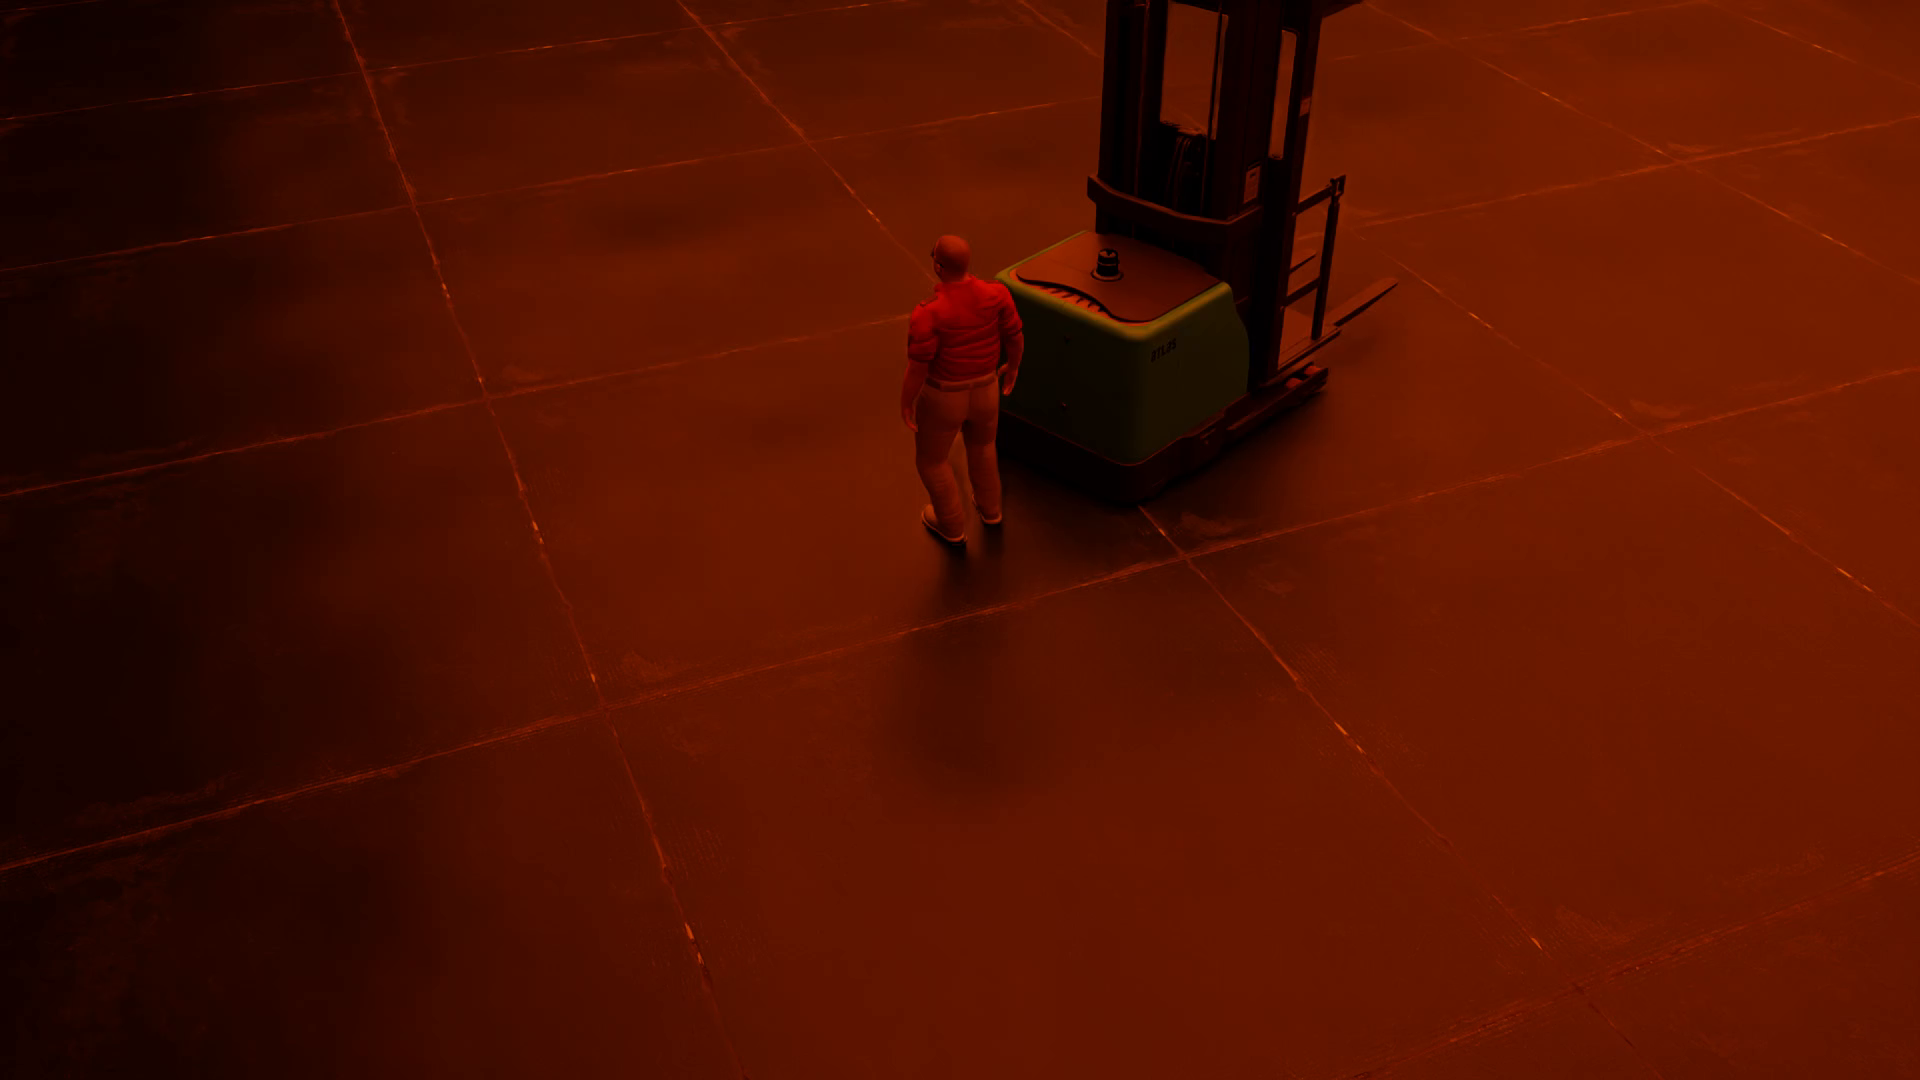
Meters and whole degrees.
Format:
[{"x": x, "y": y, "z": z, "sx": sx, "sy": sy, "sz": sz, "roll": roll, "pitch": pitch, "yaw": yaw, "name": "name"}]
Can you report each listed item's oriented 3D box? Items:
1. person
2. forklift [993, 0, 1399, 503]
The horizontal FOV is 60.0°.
[{"x": -0.030, "y": -0.757, "z": 8.213, "sx": 0.659, "sy": 1.717, "sz": 0.494, "roll": -15, "pitch": 38, "yaw": -20, "name": "person"}, {"x": 1.523, "y": -2.154, "z": 9.128, "sx": 1.130, "sy": 2.935, "sz": 3.031, "roll": 28, "pitch": 44, "yaw": 33, "name": "forklift"}]
